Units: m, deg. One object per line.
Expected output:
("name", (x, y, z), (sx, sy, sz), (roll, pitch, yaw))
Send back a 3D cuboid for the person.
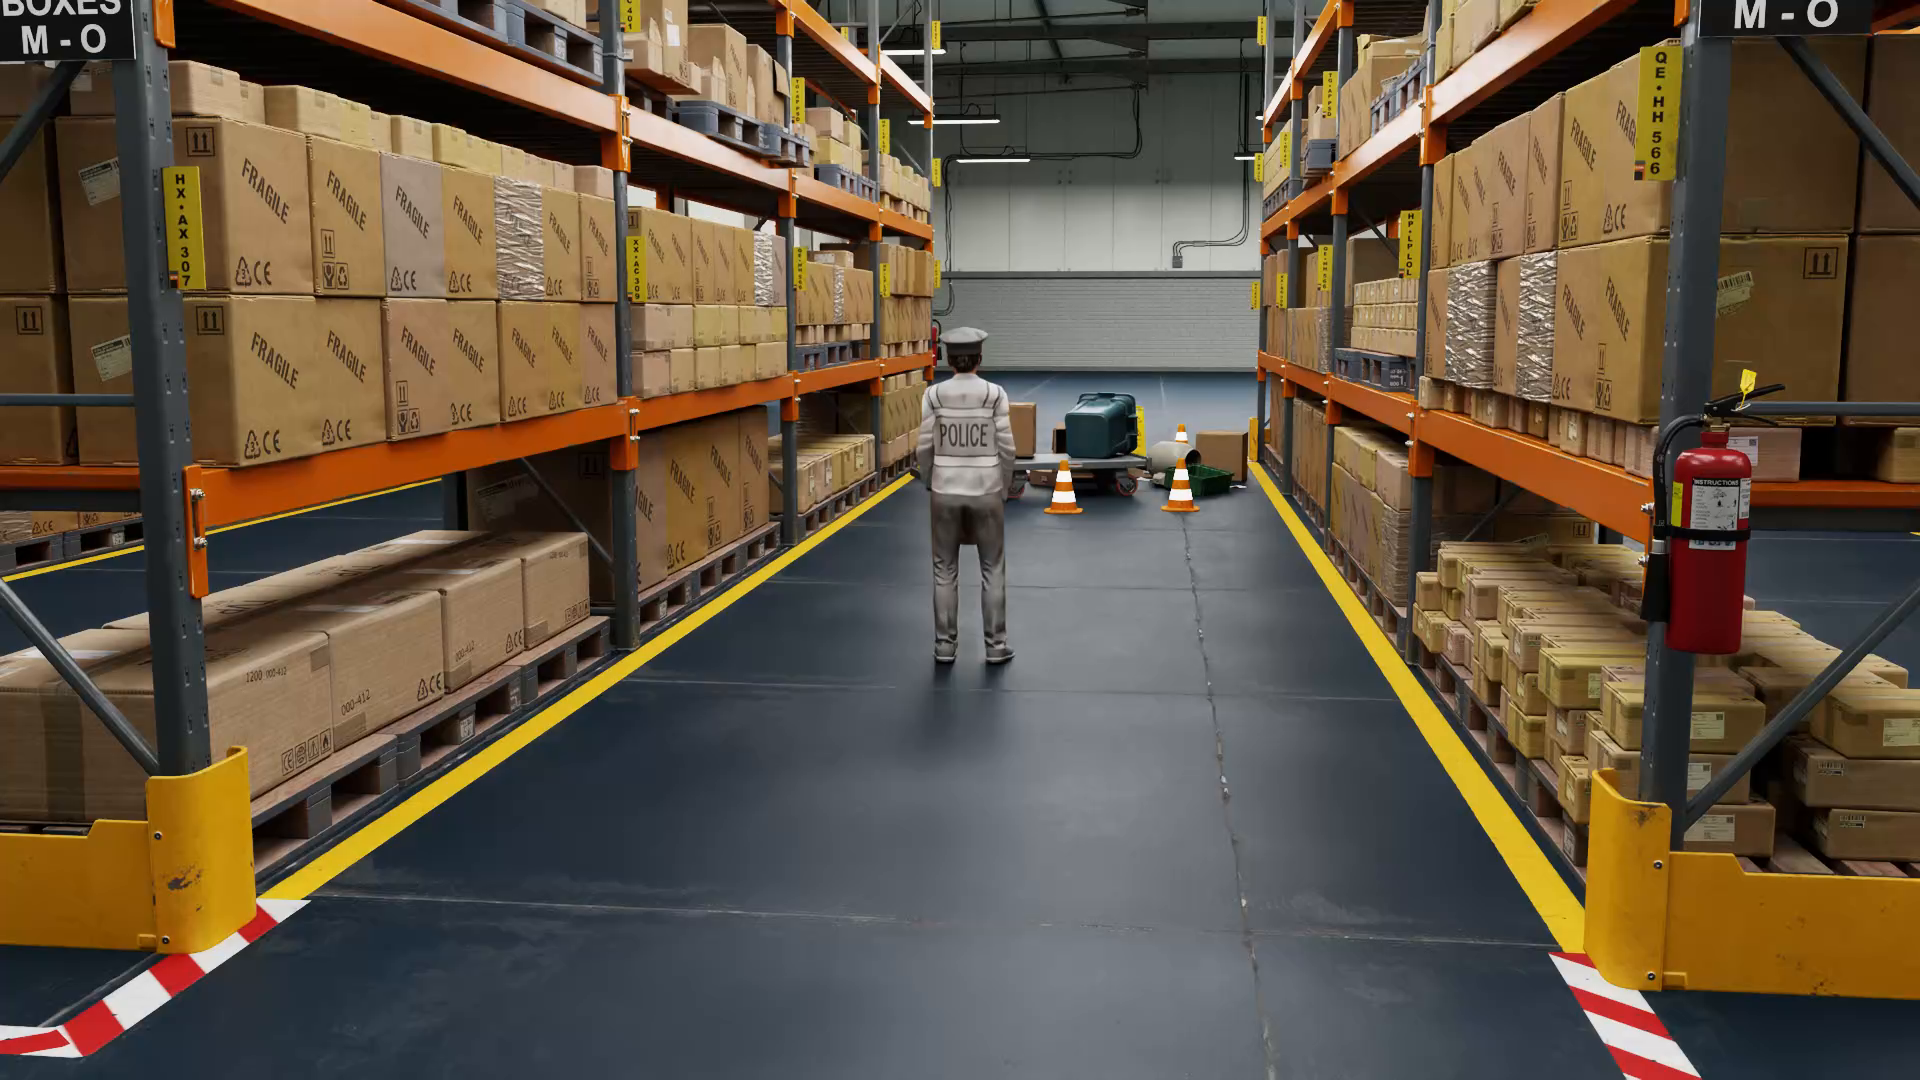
("person", (0.032, -0.221, 8.357), (0.502, 1.680, 0.385), (1, 8, 5))
